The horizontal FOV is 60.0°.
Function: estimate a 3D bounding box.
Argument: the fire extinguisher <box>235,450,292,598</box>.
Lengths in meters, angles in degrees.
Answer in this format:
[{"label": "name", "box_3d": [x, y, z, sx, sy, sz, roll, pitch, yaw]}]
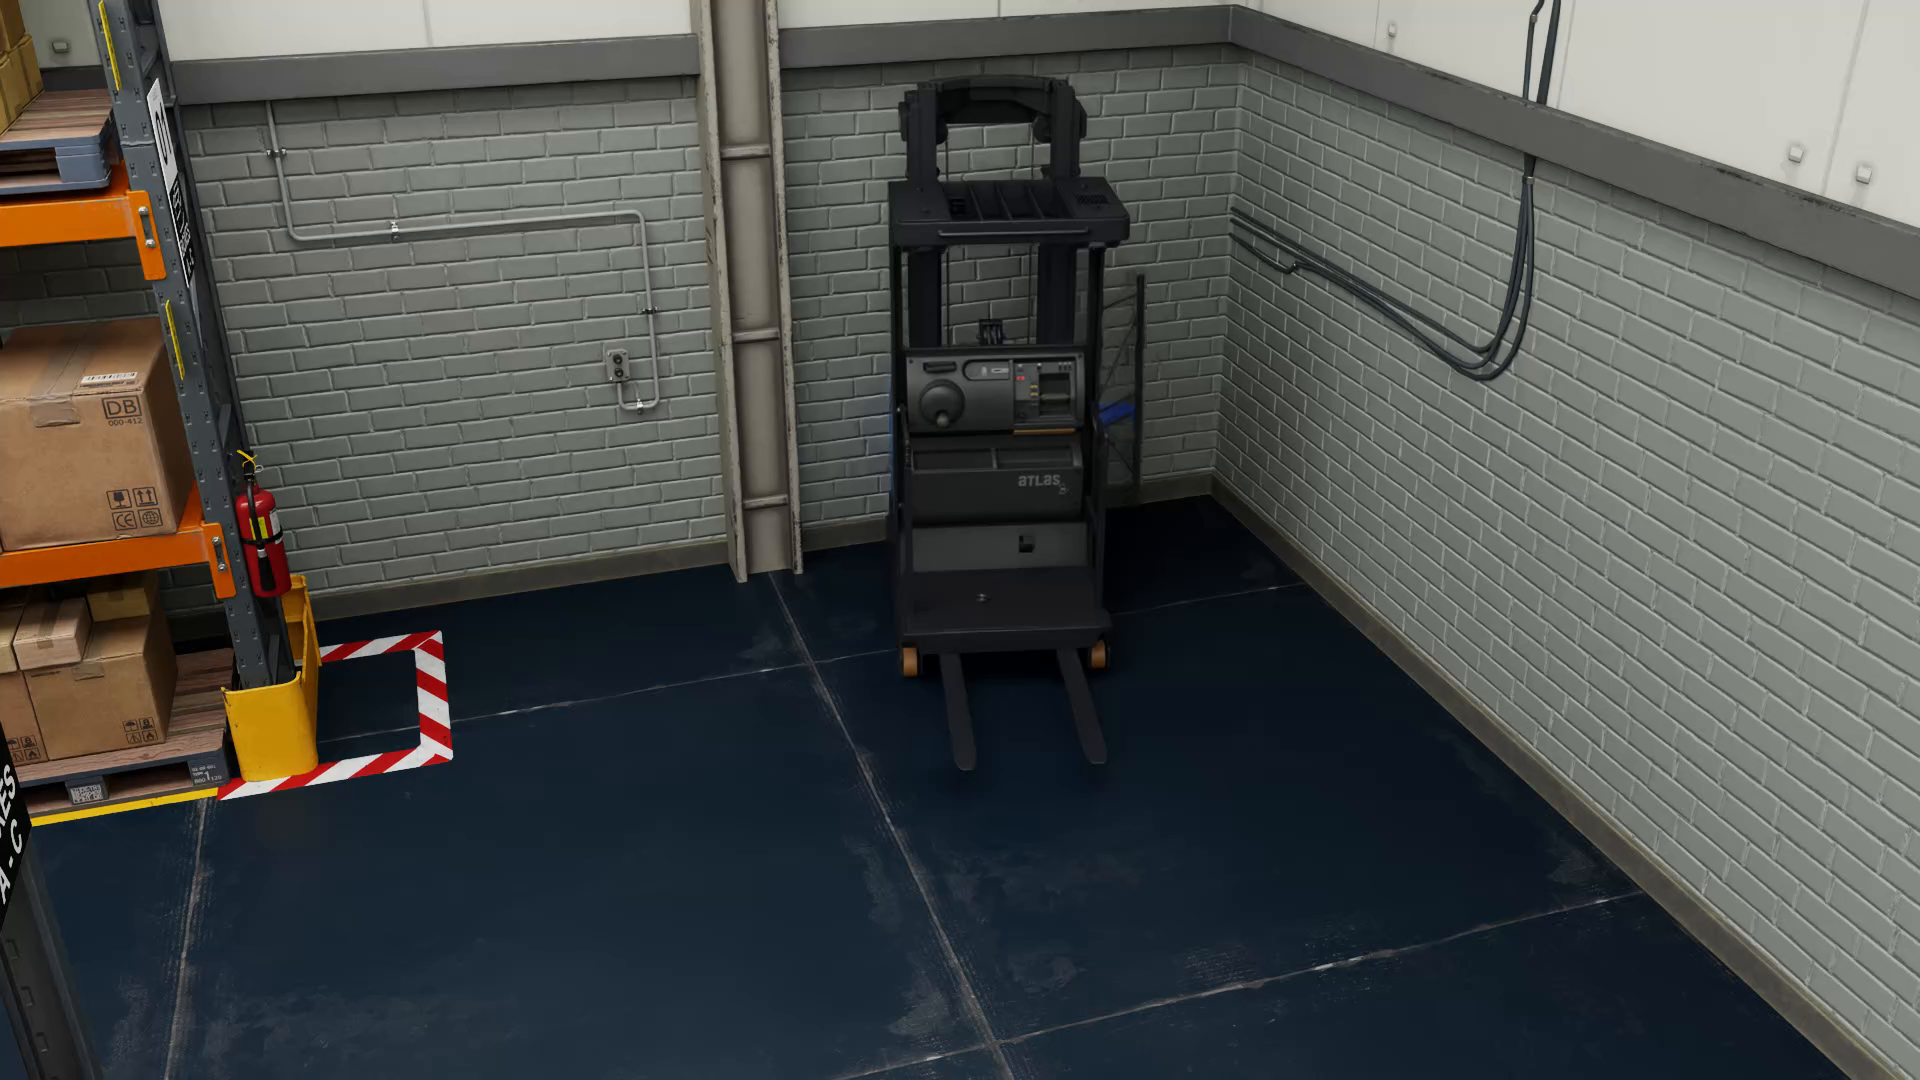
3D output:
[{"label": "fire extinguisher", "box_3d": [-3.172, -0.072, 7.528, 0.183, 0.674, 0.296, -8, 28, -16]}]

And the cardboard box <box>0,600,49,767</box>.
[{"label": "cardboard box", "box_3d": [-4.569, 0.691, 7.823, 0.500, 0.500, 0.700, -8, 28, -16]}]

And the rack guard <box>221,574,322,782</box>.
[{"label": "rack guard", "box_3d": [-3.436, 0.668, 8.342, 0.348, 0.500, 1.175, -8, 28, -16]}]

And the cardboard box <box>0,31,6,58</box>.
[{"label": "cardboard box", "box_3d": [-4.070, -2.077, 6.428, 0.500, 0.500, 0.500, -8, 28, -16]}]

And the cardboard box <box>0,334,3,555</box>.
[{"label": "cardboard box", "box_3d": [-4.629, -0.403, 7.351, 0.700, 0.700, 0.980, -8, 28, -17]}]

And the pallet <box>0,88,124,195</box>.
[{"label": "pallet", "box_3d": [-4.161, -1.645, 6.917, 1.213, 0.211, 1.003, -8, 28, -16]}]

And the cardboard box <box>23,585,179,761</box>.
[{"label": "cardboard box", "box_3d": [-4.093, 0.622, 7.962, 0.500, 0.500, 0.700, -8, 28, -16]}]

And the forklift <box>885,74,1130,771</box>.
[{"label": "forklift", "box_3d": [0.207, -0.741, 8.446, 1.130, 2.935, 3.031, -2, 26, -4]}]

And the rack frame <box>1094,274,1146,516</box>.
[{"label": "rack frame", "box_3d": [0.952, -0.826, 10.087, 0.032, 1.500, 0.500, 20, 34, 37]}]

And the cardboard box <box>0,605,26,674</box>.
[{"label": "cardboard box", "box_3d": [-4.402, 0.462, 7.556, 0.250, 0.149, 0.380, -7, 27, -15]}]

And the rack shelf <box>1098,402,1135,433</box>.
[{"label": "rack shelf", "box_3d": [0.575, -0.808, 10.472, 1.000, 0.185, 0.538, 20, 34, 37]}]

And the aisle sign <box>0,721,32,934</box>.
[{"label": "aisle sign", "box_3d": [-1.947, 0.348, 3.252, 0.004, 0.787, 0.394, -8, 28, -16]}]

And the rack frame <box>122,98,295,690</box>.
[{"label": "rack frame", "box_3d": [-3.459, -0.448, 7.779, 0.127, 3.000, 1.000, -8, 28, -16]}]

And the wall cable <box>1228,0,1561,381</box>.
[{"label": "wall cable", "box_3d": [2.030, -2.372, 8.400, 0.112, 2.526, 3.097, -8, 28, -16]}]

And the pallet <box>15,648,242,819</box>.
[{"label": "pallet", "box_3d": [-4.195, 0.944, 8.111, 1.213, 0.211, 1.003, -8, 28, -16]}]

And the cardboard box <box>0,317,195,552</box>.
[{"label": "cardboard box", "box_3d": [-3.941, -0.508, 7.562, 0.700, 0.700, 0.980, -7, 27, -14]}]

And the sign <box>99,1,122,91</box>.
[{"label": "sign", "box_3d": [-3.304, -1.921, 6.467, 0.005, 0.325, 0.100, -8, 28, -16]}]

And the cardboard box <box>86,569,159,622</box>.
[{"label": "cardboard box", "box_3d": [-4.036, 0.230, 8.023, 0.250, 0.149, 0.380, -8, 28, -16]}]

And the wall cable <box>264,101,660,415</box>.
[{"label": "wall cable", "box_3d": [-2.534, -1.479, 8.714, 1.851, 1.984, 0.084, -8, 28, -16]}]

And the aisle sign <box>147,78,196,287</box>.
[{"label": "aisle sign", "box_3d": [-3.297, -1.495, 6.965, 0.004, 0.787, 0.394, -8, 28, -16]}]

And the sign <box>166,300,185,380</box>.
[{"label": "sign", "box_3d": [-3.304, -0.841, 7.003, 0.005, 0.325, 0.100, -8, 28, -16]}]

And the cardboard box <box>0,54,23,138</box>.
[{"label": "cardboard box", "box_3d": [-4.073, -1.744, 6.601, 0.500, 0.250, 0.500, -7, 27, -15]}]

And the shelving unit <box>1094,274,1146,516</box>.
[{"label": "shelving unit", "box_3d": [0.570, -0.968, 10.390, 1.048, 1.500, 0.538, 20, 34, 37]}]

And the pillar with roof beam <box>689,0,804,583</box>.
[{"label": "pillar with roof beam", "box_3d": [0.174, -2.052, 4.264, 0.400, 9.000, 9.100, -8, 28, -16]}]

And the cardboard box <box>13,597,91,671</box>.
[{"label": "cardboard box", "box_3d": [-4.159, 0.426, 7.627, 0.250, 0.149, 0.380, -9, 28, -17]}]

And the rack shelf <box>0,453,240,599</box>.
[{"label": "rack shelf", "box_3d": [-5.360, 0.150, 7.384, 4.000, 0.370, 1.077, -8, 28, -16]}]

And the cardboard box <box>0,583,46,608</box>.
[{"label": "cardboard box", "box_3d": [-4.518, 0.300, 7.882, 0.250, 0.149, 0.380, -8, 28, -16]}]

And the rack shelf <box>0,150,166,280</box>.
[{"label": "rack shelf", "box_3d": [-5.360, -1.194, 6.717, 4.000, 0.370, 1.077, -8, 28, -16]}]

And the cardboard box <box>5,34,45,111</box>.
[{"label": "cardboard box", "box_3d": [-4.229, -1.960, 7.036, 0.500, 0.250, 0.500, -7, 27, -13]}]

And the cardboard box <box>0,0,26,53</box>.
[{"label": "cardboard box", "box_3d": [-4.228, -2.295, 6.866, 0.500, 0.500, 0.500, -9, 28, -18]}]

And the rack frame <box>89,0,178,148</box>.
[{"label": "rack frame", "box_3d": [-3.459, -3.135, 6.445, 0.127, 3.000, 1.000, -8, 28, -16]}]
